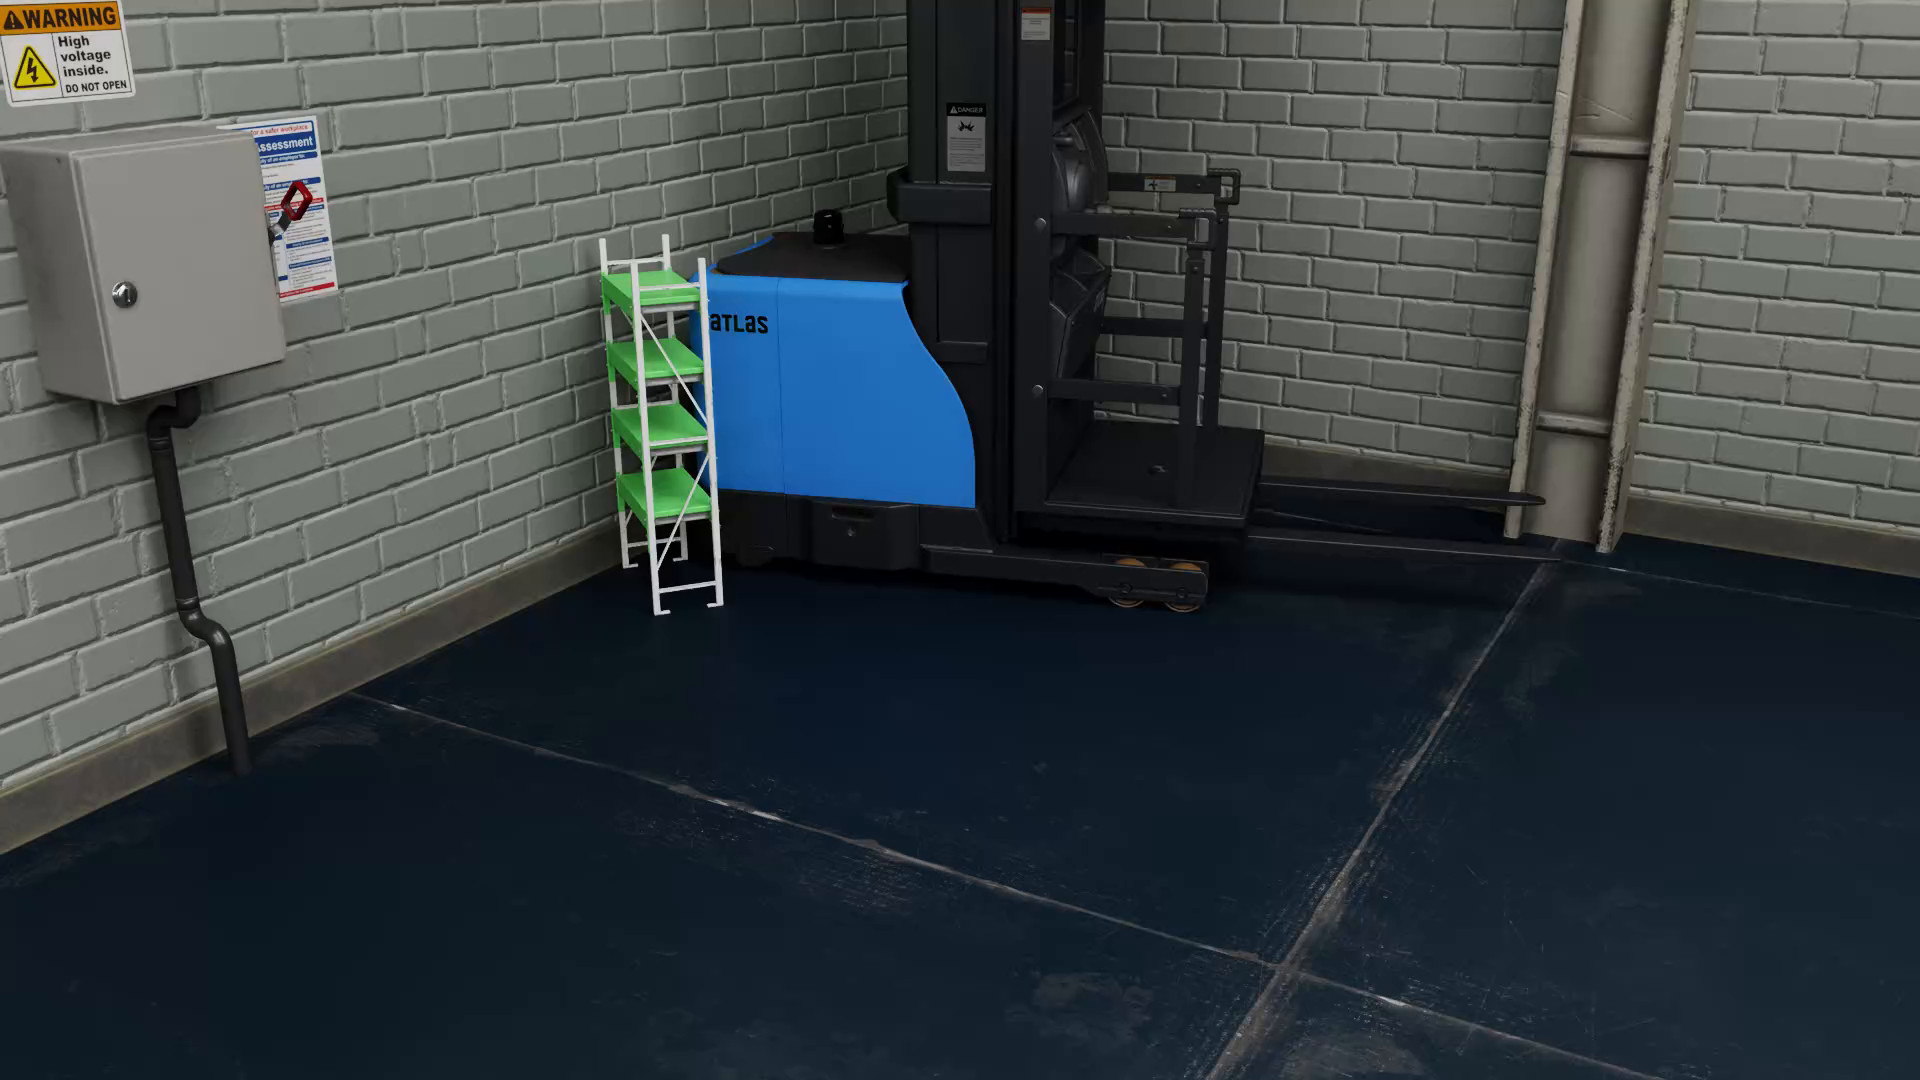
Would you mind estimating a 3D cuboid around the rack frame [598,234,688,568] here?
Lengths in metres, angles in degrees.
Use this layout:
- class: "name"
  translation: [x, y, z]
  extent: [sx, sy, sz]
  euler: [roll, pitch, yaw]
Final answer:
- class: "rack frame"
  translation: [-1.122, -0.478, 5.925]
  extent: [0.240, 1.200, 0.015]
  euler: [-8, 22, -22]

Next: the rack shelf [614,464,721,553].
- class: "rack shelf"
  translation: [-1.027, -0.116, 5.817]
  extent: [0.258, 0.148, 0.480]
  euler: [-8, 22, -22]

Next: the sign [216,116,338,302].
- class: "sign"
  translation: [-1.889, -0.911, 4.618]
  extent: [0.001, 0.494, 0.329]
  euler: [11, 23, 27]

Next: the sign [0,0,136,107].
- class: "sign"
  translation: [-2.157, -1.181, 4.010]
  extent: [0.001, 0.242, 0.339]
  euler: [11, 23, 27]

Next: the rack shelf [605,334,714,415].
- class: "rack shelf"
  translation: [-1.027, -0.567, 5.654]
  extent: [0.258, 0.148, 0.480]
  euler: [-8, 22, -22]

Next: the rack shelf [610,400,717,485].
- class: "rack shelf"
  translation: [-1.027, -0.342, 5.735]
  extent: [0.258, 0.148, 0.480]
  euler: [-8, 22, -22]

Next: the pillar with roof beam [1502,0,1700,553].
- class: "pillar with roof beam"
  translation: [0.237, -2.976, 1.374]
  extent: [0.400, 9.000, 9.100]
  euler: [11, 23, 27]

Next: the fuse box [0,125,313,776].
- class: "fuse box"
  translation: [-1.949, -0.169, 4.321]
  extent: [0.414, 1.711, 0.539]
  euler: [11, 23, 27]

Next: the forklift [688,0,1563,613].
- class: "forklift"
  translation: [0.607, -1.330, 5.732]
  extent: [3.031, 2.935, 1.130]
  euler: [5, 20, 12]

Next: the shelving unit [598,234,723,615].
- class: "shelving unit"
  translation: [-1.027, -0.402, 5.714]
  extent: [0.258, 1.200, 0.503]
  euler: [-8, 22, -22]

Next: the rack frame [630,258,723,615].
- class: "rack frame"
  translation: [-0.931, -0.325, 5.503]
  extent: [0.240, 1.200, 0.015]
  euler: [-8, 22, -22]

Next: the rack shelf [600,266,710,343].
- class: "rack shelf"
  translation: [-1.027, -0.793, 5.572]
  extent: [0.258, 0.148, 0.480]
  euler: [-8, 22, -22]
